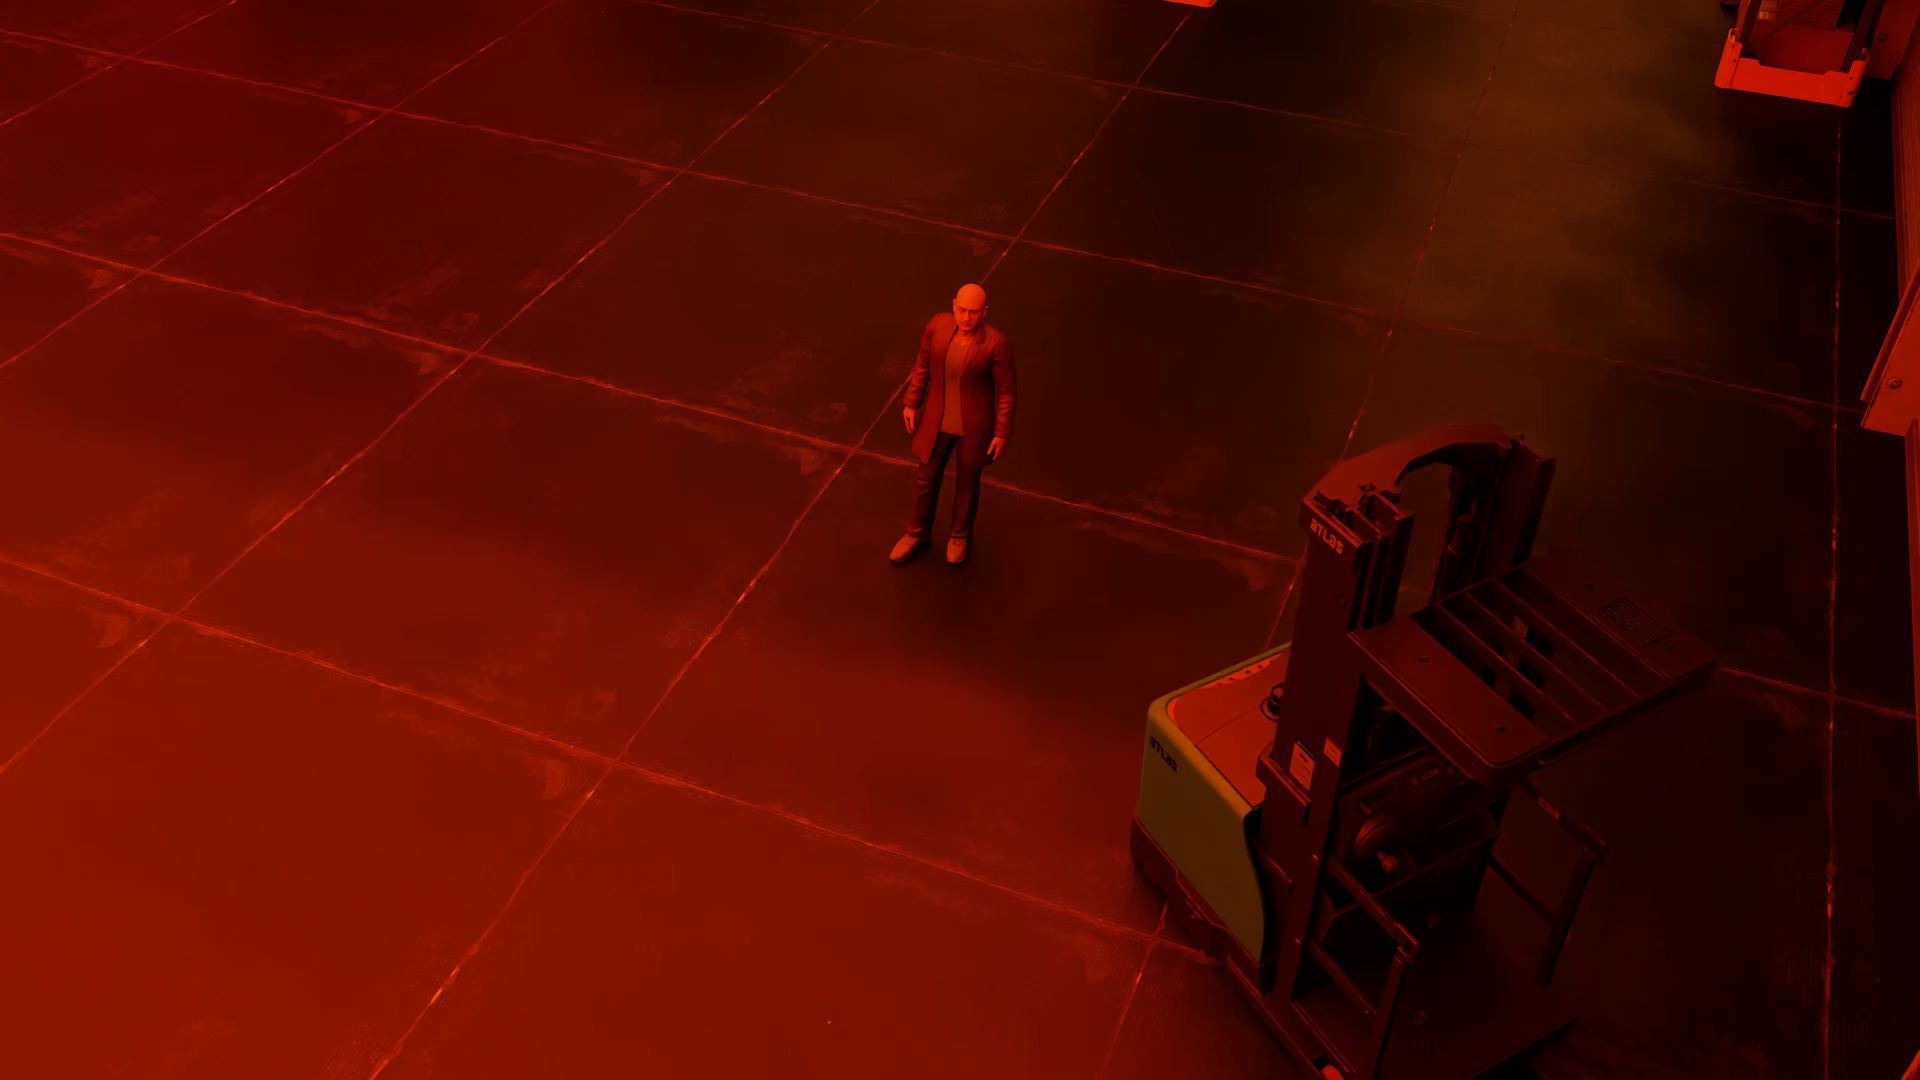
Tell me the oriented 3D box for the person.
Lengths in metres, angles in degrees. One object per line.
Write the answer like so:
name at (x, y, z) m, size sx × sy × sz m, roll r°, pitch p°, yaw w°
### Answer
person at (-0.039, -0.634, 9.652) m, size 0.696 × 1.775 × 0.582 m, roll 15°, pitch 42°, yaw 17°

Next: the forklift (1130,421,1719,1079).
forklift at (2.019, 1.124, 6.664) m, size 1.130 × 2.935 × 3.031 m, roll -20°, pitch 44°, yaw -22°
